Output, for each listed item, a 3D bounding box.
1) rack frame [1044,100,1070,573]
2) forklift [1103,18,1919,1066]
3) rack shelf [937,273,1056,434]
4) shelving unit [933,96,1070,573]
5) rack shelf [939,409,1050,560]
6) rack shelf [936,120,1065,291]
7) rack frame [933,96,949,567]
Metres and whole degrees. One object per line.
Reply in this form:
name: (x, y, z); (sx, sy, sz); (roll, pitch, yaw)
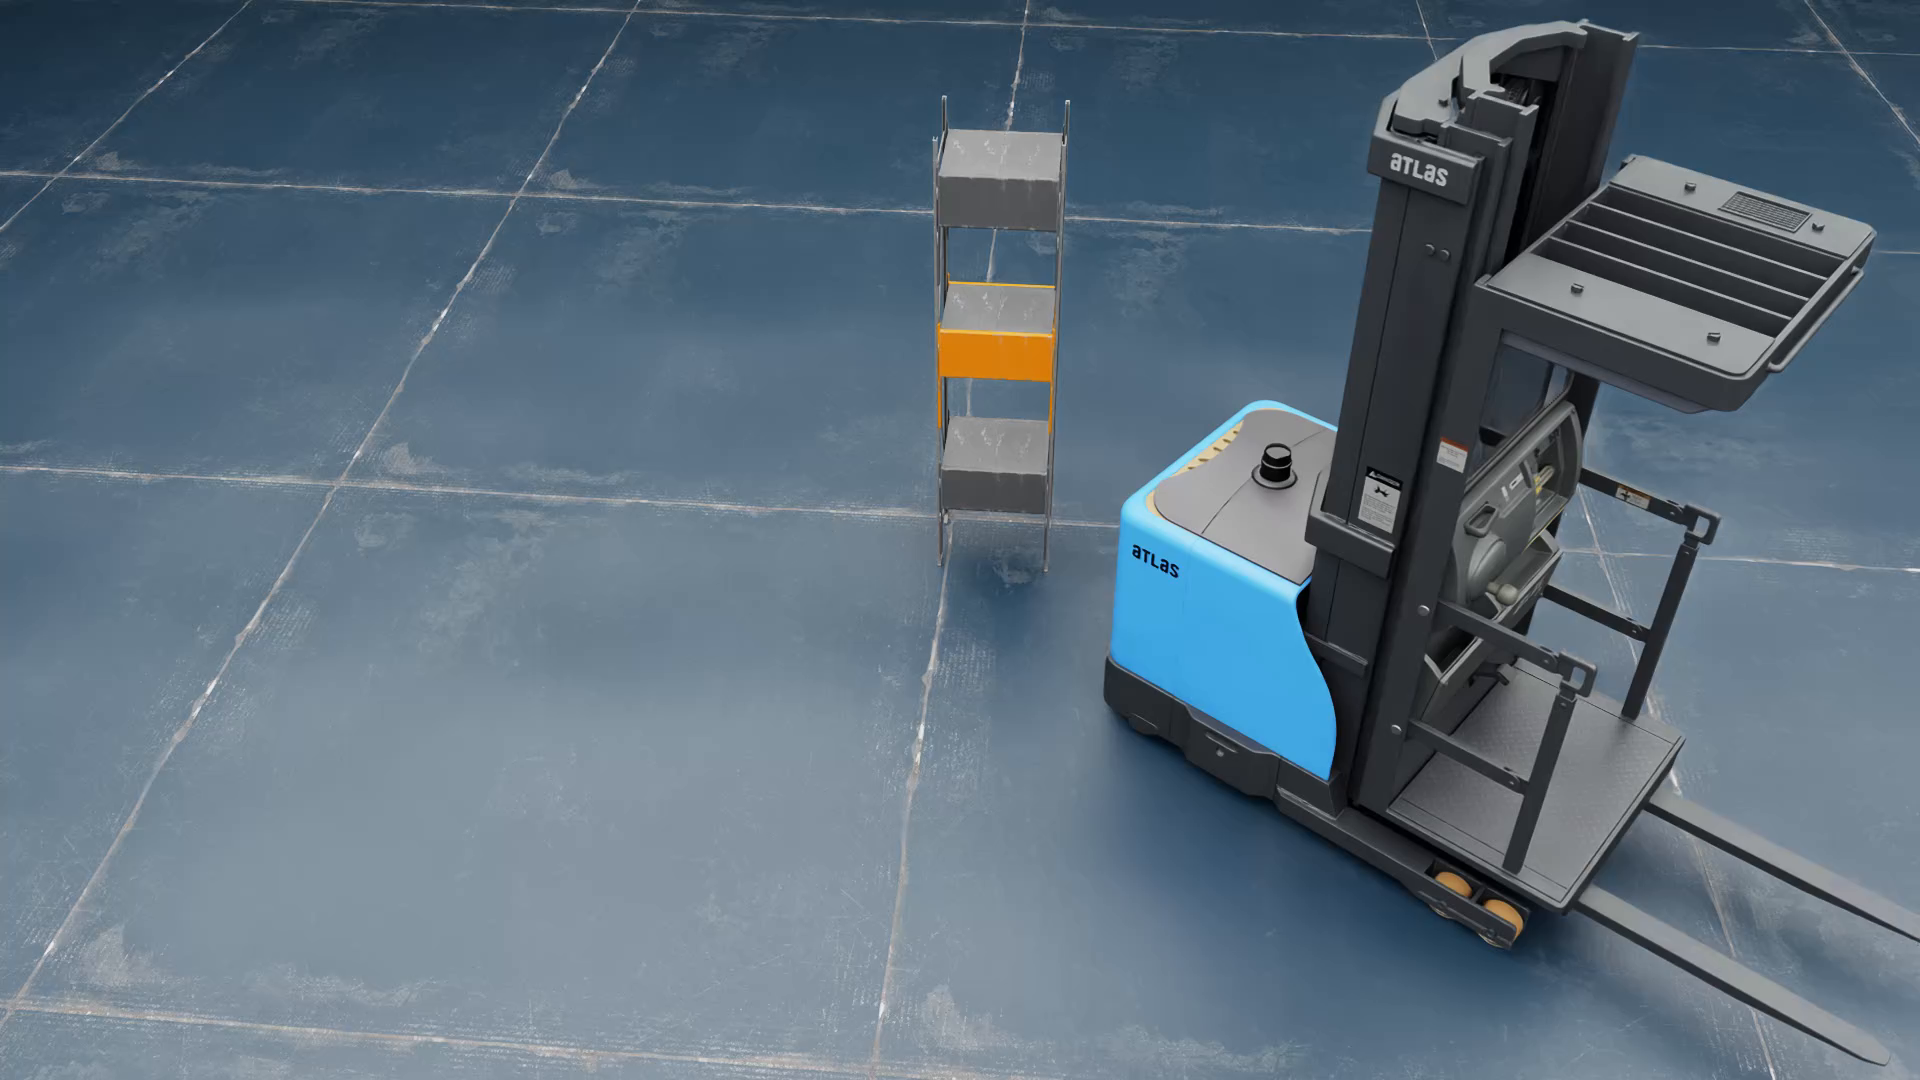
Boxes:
rack frame: (0.408, -0.792, 7.060); (0.015, 2.100, 0.400); (3, 39, 4)
forklift: (2.037, -0.061, 5.503); (3.031, 2.935, 1.130); (28, 47, 30)
rack shelf: (0.165, -0.795, 7.085); (0.480, 0.518, 0.431); (3, 39, 4)
shelving unit: (0.165, -0.805, 7.076); (0.503, 2.100, 0.431); (3, 39, 4)
rack shelf: (0.165, -0.252, 7.527); (0.480, 0.518, 0.431); (3, 39, 4)
rack shelf: (0.165, -1.338, 6.643); (0.480, 0.518, 0.431); (3, 39, 4)
rack frame: (-0.078, -0.819, 7.092); (0.015, 2.100, 0.400); (3, 39, 4)
